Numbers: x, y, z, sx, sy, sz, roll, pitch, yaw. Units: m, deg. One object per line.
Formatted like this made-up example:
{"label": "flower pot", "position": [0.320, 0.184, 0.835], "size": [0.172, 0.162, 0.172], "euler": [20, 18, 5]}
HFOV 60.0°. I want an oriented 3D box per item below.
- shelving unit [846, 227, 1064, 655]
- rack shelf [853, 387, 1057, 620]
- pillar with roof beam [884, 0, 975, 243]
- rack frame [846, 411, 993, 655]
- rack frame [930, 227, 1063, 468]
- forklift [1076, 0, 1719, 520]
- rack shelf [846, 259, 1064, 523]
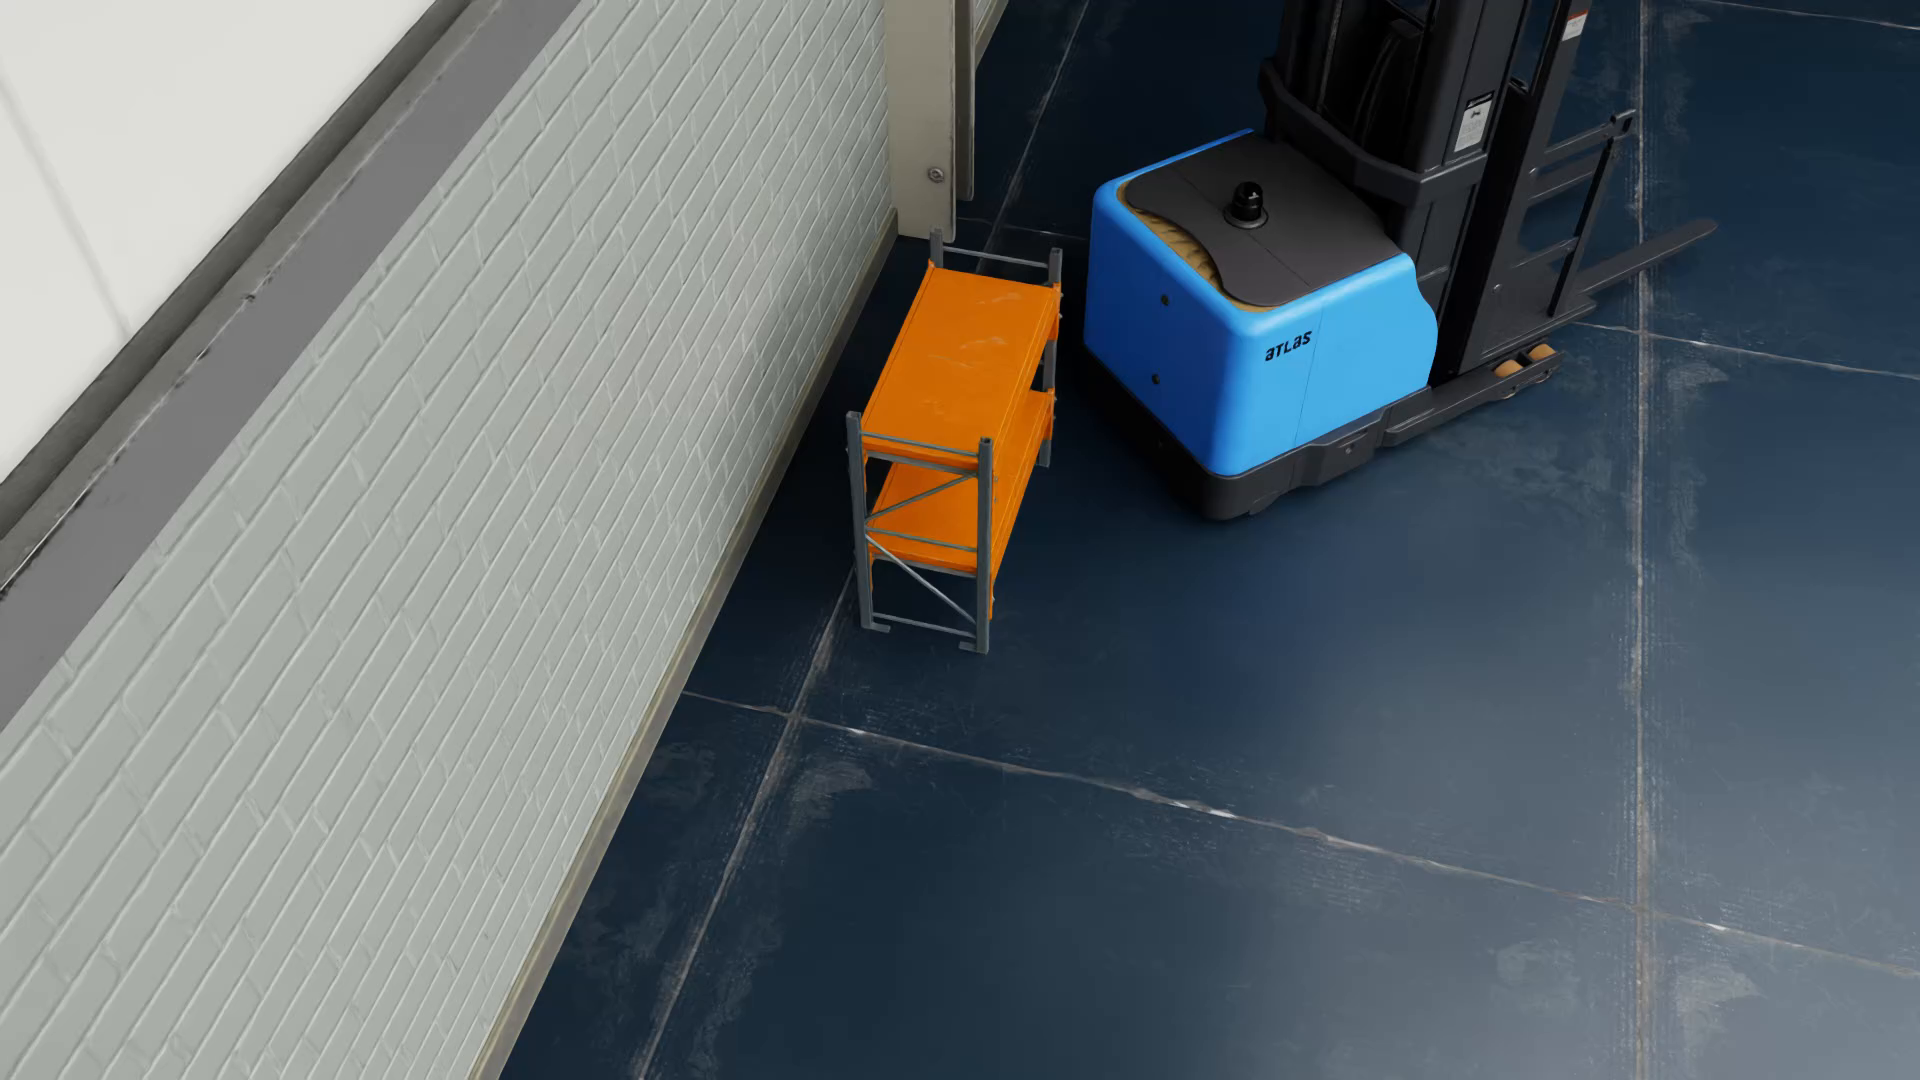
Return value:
{"label": "shelving unit", "position": [-0.002, -0.367, 6.243], "size": [0.538, 1.125, 1.048], "euler": [12, 50, 10]}
{"label": "rack shelf", "position": [-0.002, -0.206, 6.426], "size": [0.538, 0.278, 1.000], "euler": [12, 50, 10]}
{"label": "pillar with roof beam", "position": [4.022, -3.713, 3.944], "size": [9.100, 9.000, 0.400], "euler": [12, 50, 10]}
{"label": "rack frame", "position": [-0.136, 0.000, 5.918], "size": [0.500, 1.125, 0.032], "euler": [12, 50, 10]}
{"label": "rack frame", "position": [0.132, -0.735, 6.567], "size": [0.500, 1.125, 0.032], "euler": [12, 50, 10]}
{"label": "forklift", "position": [2.029, -1.898, 6.389], "size": [3.031, 2.935, 1.130], "euler": [-25, 53, -20]}
{"label": "rack shelf", "position": [-0.002, -0.561, 6.023], "size": [0.538, 0.278, 1.000], "euler": [12, 50, 10]}
